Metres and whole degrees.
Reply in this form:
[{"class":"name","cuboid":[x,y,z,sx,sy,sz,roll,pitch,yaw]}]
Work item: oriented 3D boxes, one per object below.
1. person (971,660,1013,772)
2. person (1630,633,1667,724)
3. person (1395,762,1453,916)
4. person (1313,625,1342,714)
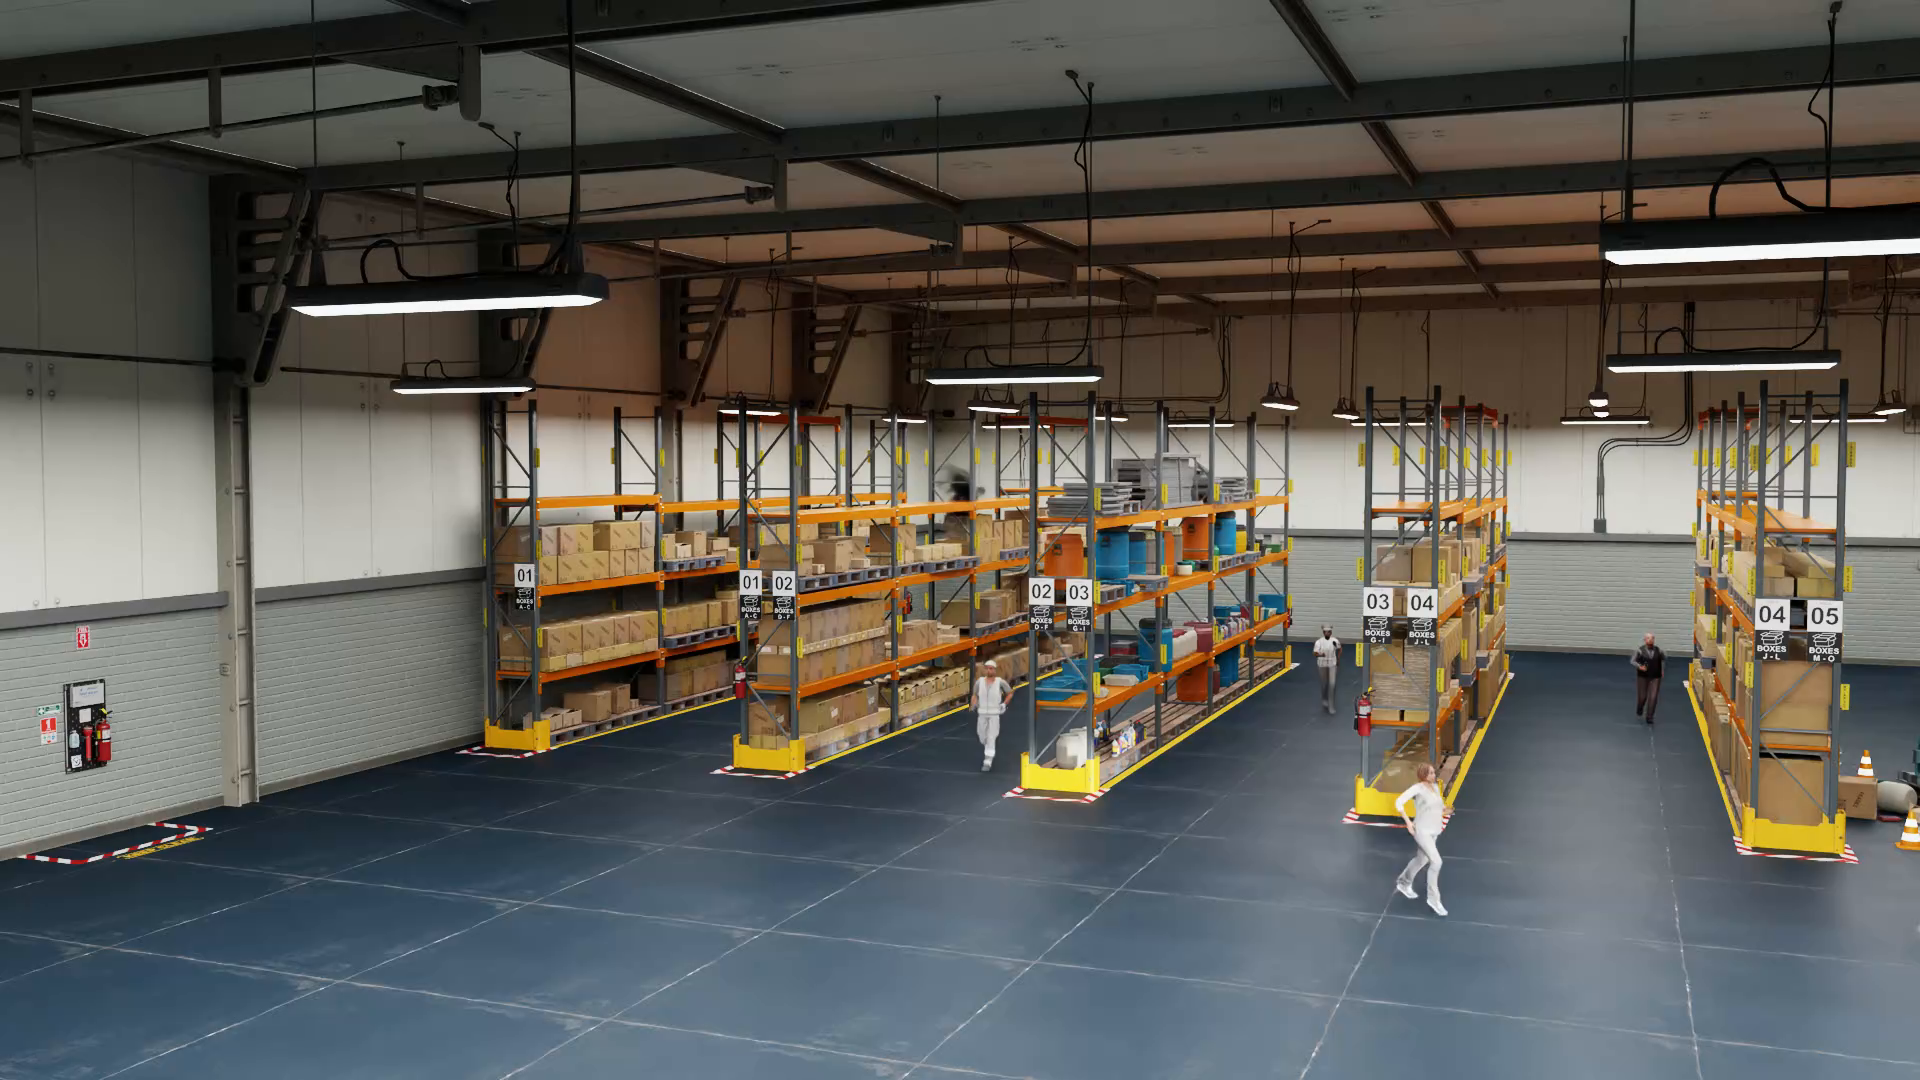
[{"class":"person","cuboid":[0.500,2.806,26.722,0.653,1.758,0.818,1,3,14]},{"class":"person","cuboid":[13.017,2.641,31.434,0.667,1.613,0.725,1,3,12]},{"class":"person","cuboid":[5.148,3.282,18.458,0.510,1.643,0.737,-3,4,-42]},{"class":"person","cuboid":[7.270,2.536,32.911,0.564,1.754,0.794,1,3,12]}]
